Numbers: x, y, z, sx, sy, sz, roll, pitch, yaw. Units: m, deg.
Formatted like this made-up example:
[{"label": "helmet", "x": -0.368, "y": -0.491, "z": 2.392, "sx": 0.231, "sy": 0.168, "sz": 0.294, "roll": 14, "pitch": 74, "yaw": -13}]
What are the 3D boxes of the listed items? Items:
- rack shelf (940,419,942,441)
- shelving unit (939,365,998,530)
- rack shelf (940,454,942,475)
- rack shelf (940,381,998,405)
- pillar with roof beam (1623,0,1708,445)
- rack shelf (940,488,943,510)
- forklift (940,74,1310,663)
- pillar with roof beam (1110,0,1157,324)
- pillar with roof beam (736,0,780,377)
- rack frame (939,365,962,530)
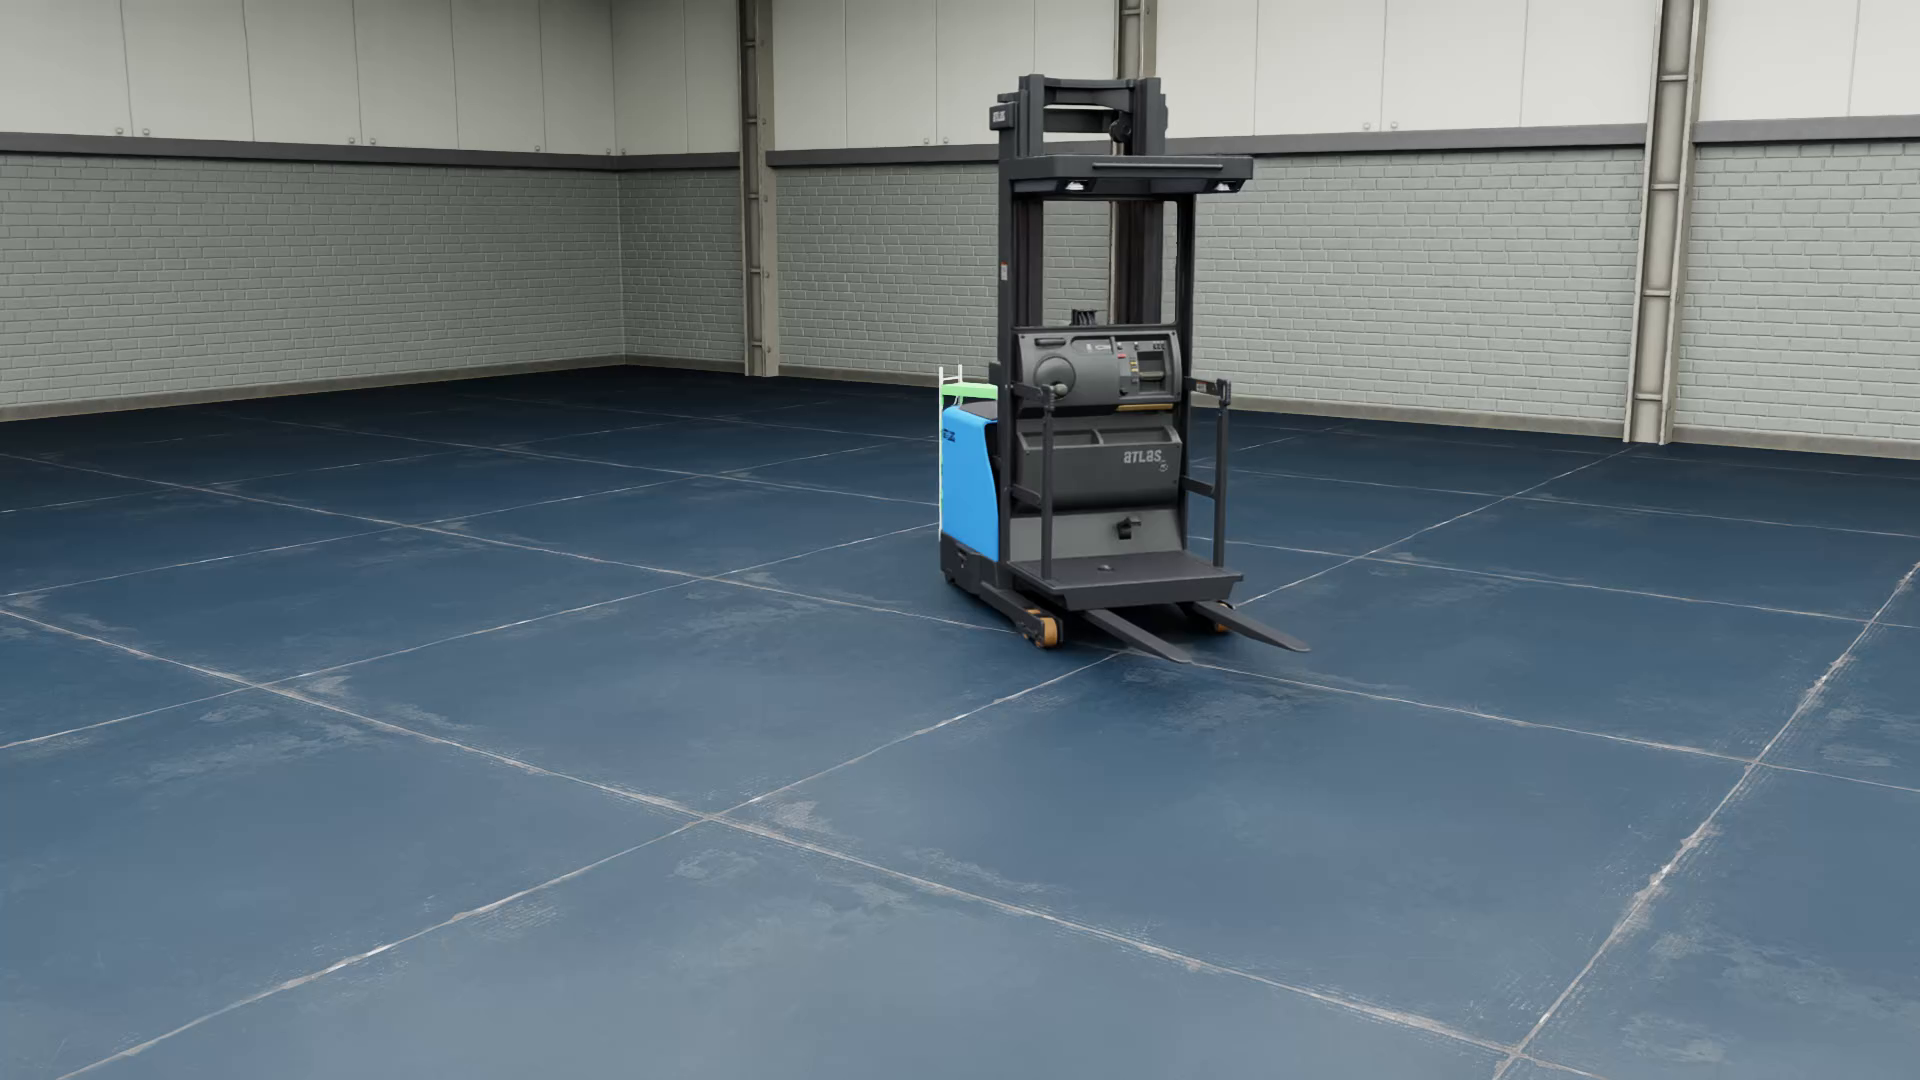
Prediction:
[{"label": "rack shelf", "x": 0.133, "y": -0.743, "z": 11.286, "sx": 0.480, "sy": 0.148, "sz": 0.258, "roll": 8, "pitch": 13, "yaw": 36}, {"label": "shelving unit", "x": 0.133, "y": -0.570, "z": 11.320, "sx": 0.503, "sy": 1.200, "sz": 0.258, "roll": 8, "pitch": 13, "yaw": 36}, {"label": "rack shelf", "x": 0.133, "y": -0.508, "z": 11.332, "sx": 0.480, "sy": 0.148, "sz": 0.258, "roll": 8, "pitch": 13, "yaw": 36}, {"label": "rack shelf", "x": 0.133, "y": -0.979, "z": 11.240, "sx": 0.480, "sy": 0.148, "sz": 0.258, "roll": 8, "pitch": 13, "yaw": 36}, {"label": "pillar with roof beam", "x": 4.321, "y": -4.743, "z": 12.354, "sx": 0.400, "sy": 9.000, "sz": 9.100, "roll": 8, "pitch": 13, "yaw": 36}, {"label": "rack shelf", "x": 0.133, "y": -0.272, "z": 11.377, "sx": 0.480, "sy": 0.148, "sz": 0.258, "roll": 8, "pitch": 13, "yaw": 36}, {"label": "forklift", "x": 0.829, "y": -0.962, "z": 8.783, "sx": 1.130, "sy": 2.935, "sz": 3.031, "roll": -4, "pitch": 12, "yaw": -18}, {"label": "pillar with roof beam", "x": -0.515, "y": -5.418, "z": 15.841, "sx": 0.400, "sy": 9.000, "sz": 9.100, "roll": 8, "pitch": 13, "yaw": 36}, {"label": "pillar with roof beam", "x": -5.351, "y": -6.092, "z": 19.328, "sx": 0.400, "sy": 9.000, "sz": 9.100, "roll": 8, "pitch": 13, "yaw": 36}, {"label": "rack frame", "x": -0.063, "y": -0.598, "z": 11.461, "sx": 0.015, "sy": 1.200, "sz": 0.240, "roll": 8, "pitch": 13, "yaw": 36}]
